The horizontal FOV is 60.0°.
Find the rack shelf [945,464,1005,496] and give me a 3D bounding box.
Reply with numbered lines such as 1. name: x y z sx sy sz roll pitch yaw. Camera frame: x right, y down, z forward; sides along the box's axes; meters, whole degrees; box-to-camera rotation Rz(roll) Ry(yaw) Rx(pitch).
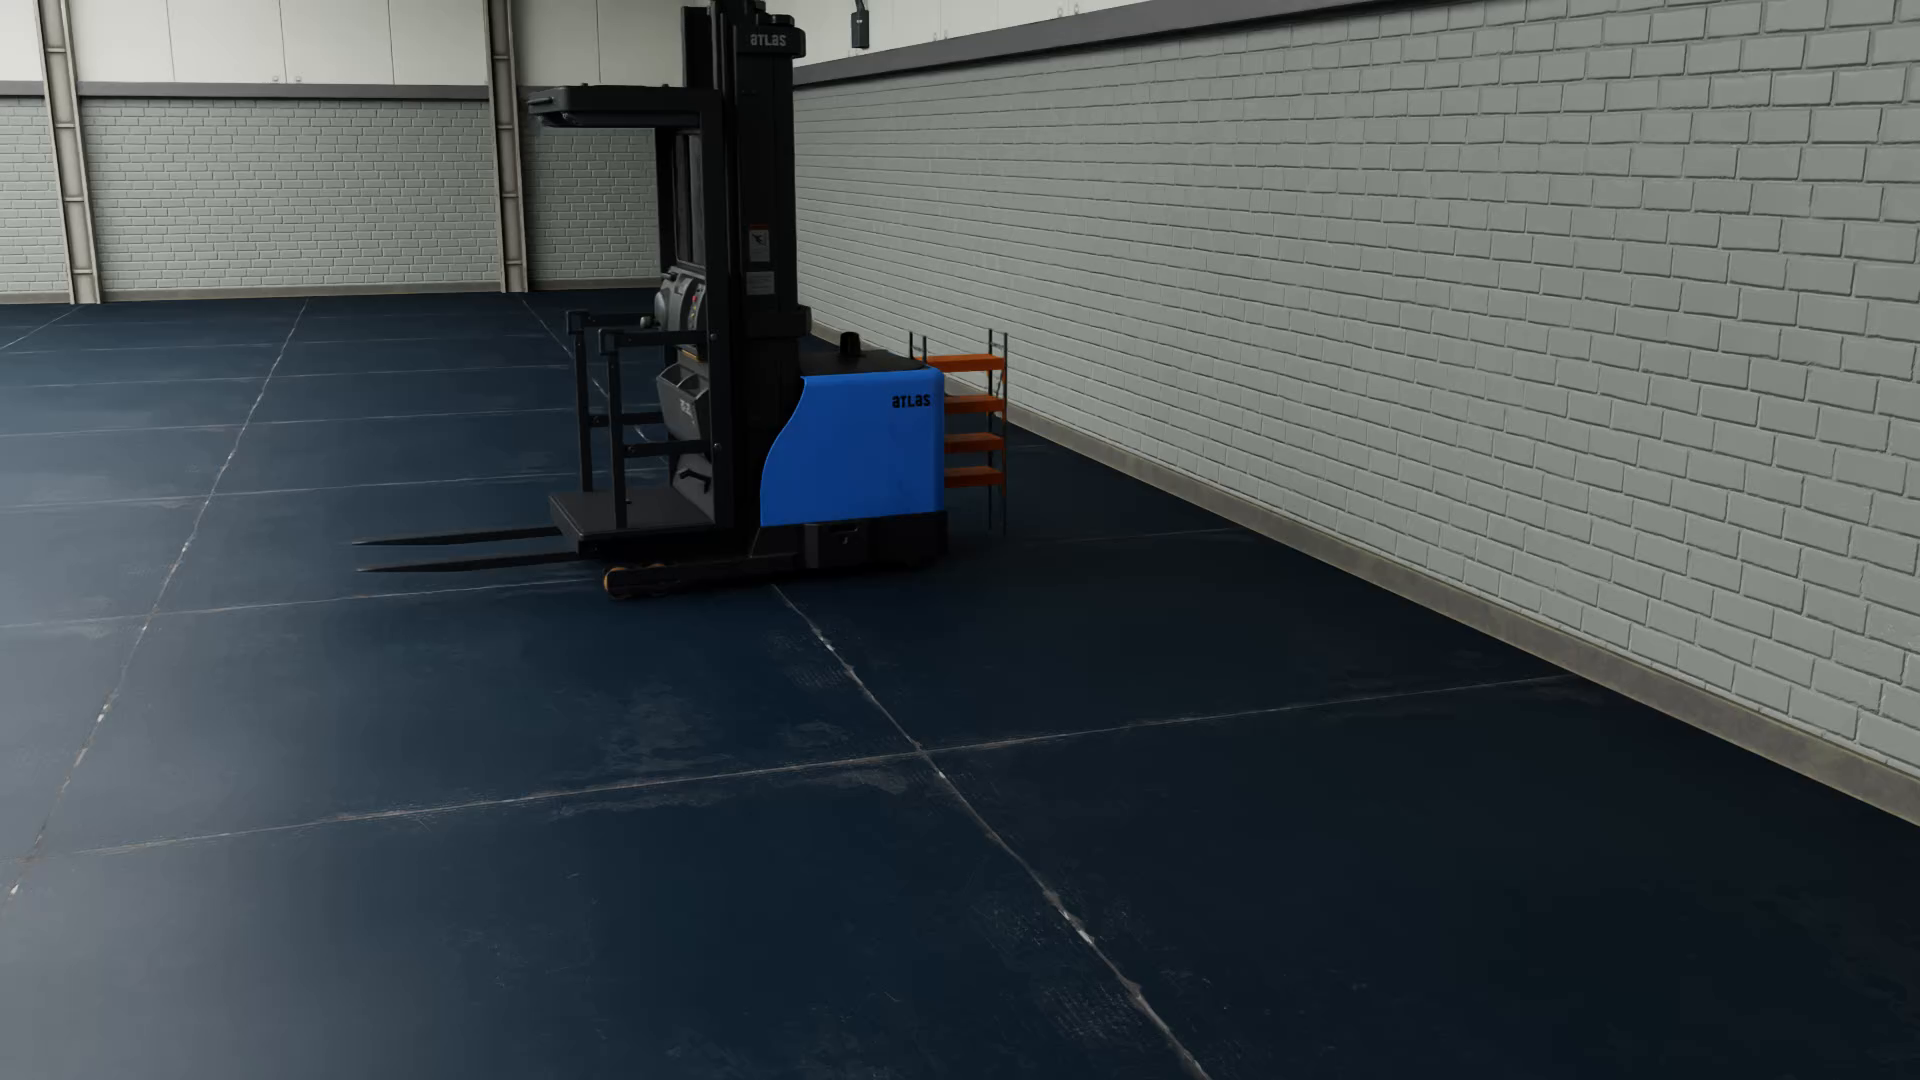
1. rack shelf: -0.011 -0.330 9.584 0.480 0.148 0.258 -5 14 -21

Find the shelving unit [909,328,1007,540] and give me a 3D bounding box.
1. shelving unit: -0.011 -0.588 9.523 0.503 1.200 0.258 -5 14 -21

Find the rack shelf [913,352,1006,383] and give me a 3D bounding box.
1. rack shelf: -0.011 -0.971 9.432 0.480 0.148 0.258 -5 14 -21

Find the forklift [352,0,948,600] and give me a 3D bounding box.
1. forklift: -1.636 -1.262 8.615 3.031 2.935 1.130 -5 14 -21

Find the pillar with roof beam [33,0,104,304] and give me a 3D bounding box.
1. pillar with roof beam: -11.259 -6.866 19.062 0.400 9.000 9.100 -4 14 -18

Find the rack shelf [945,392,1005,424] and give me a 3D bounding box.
1. rack shelf: -0.011 -0.740 9.487 0.480 0.148 0.258 -5 14 -21

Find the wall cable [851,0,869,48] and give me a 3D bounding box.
1. wall cable: -0.719 -7.752 15.436 0.169 6.003 2.305 -4 14 -18

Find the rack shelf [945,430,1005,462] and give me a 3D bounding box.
1. rack shelf: -0.011 -0.523 9.539 0.480 0.148 0.258 -5 14 -21

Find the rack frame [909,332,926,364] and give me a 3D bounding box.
1. rack frame: -0.237 -0.567 9.435 0.015 1.200 0.240 -5 14 -21

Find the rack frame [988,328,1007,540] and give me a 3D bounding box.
1. rack frame: 0.216 -0.609 9.611 0.015 1.200 0.240 -5 14 -21

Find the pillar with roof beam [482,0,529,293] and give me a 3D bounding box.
1. pillar with roof beam: -5.573 -7.309 20.923 0.400 9.000 9.100 -4 14 -18
